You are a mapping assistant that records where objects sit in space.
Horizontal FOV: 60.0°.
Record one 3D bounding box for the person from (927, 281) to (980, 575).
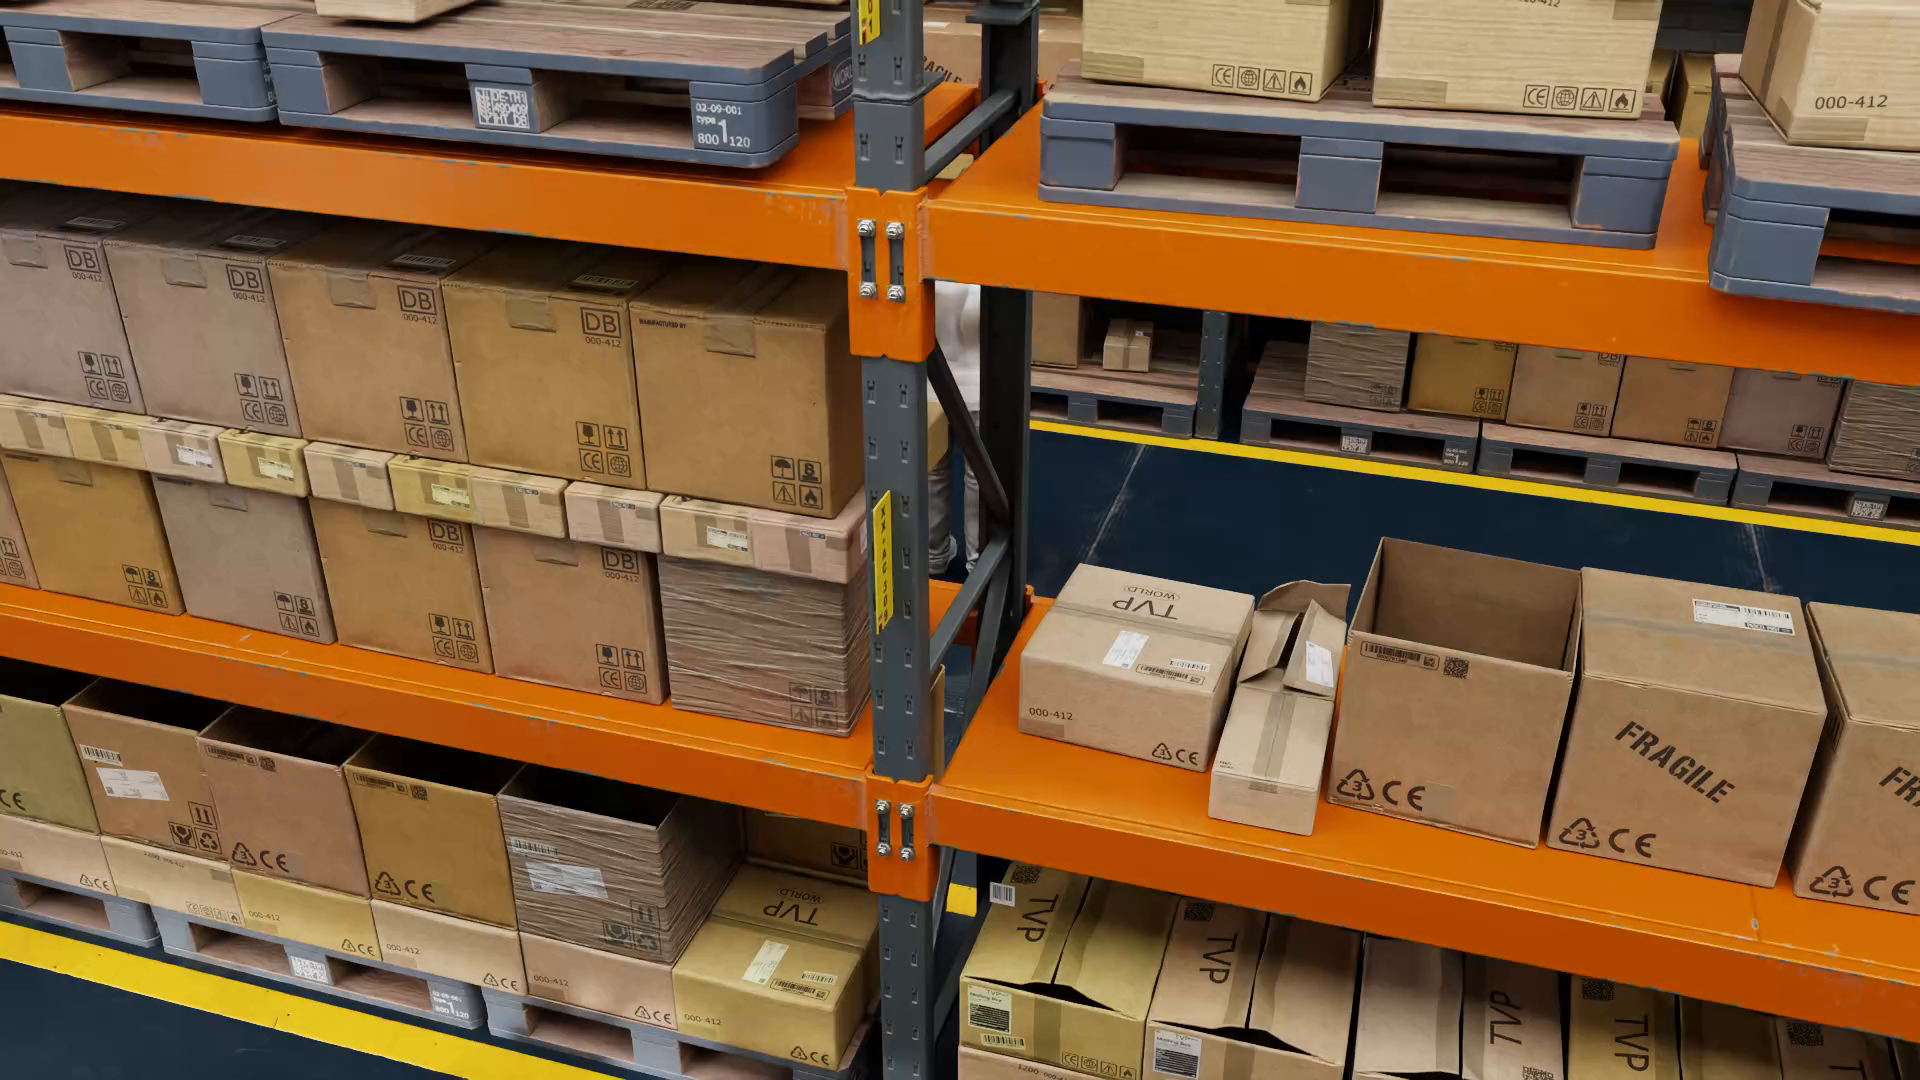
[{"bbox_3d":[-0.002,-0.673,7.325,0.488,1.779,0.571,9,30,16],"label":"person"}]
